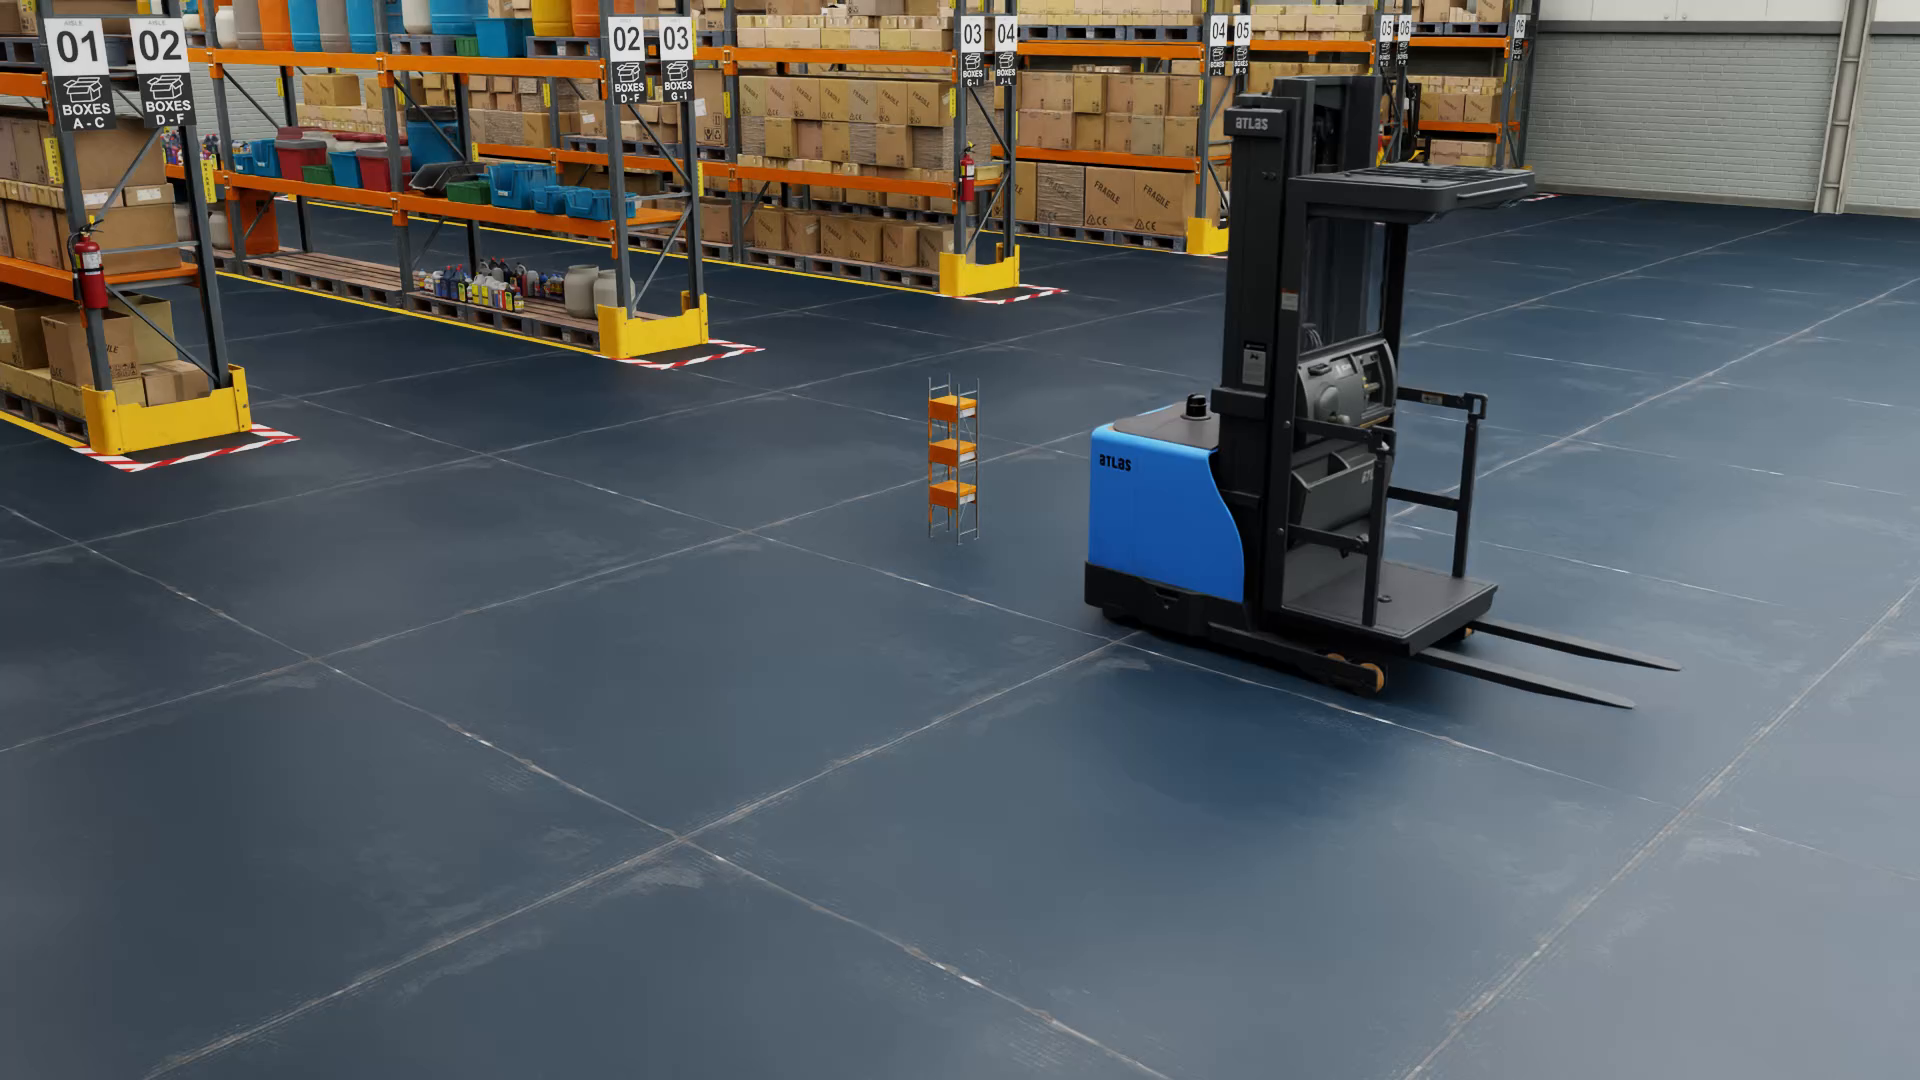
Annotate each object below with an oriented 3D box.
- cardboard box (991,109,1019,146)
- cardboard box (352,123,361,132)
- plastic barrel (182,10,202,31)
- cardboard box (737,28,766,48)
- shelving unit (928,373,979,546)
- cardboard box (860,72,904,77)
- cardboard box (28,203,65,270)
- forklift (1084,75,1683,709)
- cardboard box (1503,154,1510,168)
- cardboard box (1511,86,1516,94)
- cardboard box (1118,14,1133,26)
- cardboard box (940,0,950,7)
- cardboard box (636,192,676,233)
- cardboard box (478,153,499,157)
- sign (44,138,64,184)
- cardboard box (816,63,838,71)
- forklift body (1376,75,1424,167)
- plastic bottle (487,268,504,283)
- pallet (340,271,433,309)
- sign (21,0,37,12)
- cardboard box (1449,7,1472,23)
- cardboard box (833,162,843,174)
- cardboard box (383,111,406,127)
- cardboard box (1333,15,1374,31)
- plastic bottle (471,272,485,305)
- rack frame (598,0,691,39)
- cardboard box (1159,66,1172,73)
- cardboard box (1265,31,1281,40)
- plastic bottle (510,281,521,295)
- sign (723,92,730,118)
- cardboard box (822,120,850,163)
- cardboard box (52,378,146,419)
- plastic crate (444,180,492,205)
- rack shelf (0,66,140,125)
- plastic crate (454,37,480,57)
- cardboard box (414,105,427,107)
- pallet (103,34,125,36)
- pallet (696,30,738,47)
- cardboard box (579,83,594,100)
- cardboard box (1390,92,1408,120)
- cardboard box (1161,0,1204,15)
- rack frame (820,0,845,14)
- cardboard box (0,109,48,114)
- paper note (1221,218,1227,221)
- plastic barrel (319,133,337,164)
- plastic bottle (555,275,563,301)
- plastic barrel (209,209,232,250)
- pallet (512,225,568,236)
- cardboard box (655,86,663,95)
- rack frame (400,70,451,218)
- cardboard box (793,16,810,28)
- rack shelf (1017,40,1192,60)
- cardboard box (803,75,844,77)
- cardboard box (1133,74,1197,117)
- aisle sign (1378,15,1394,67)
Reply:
[{"bbox_3d":[0.960,-6.385,25.615,0.550,0.550,0.875,15,23,39],"label":"cardboard box"},{"bbox_3d":[-10.082,-7.015,28.262,0.250,0.149,0.380,15,23,38],"label":"cardboard box"},{"bbox_3d":[-9.871,-6.712,21.468,0.301,0.262,0.301,0,18,0],"label":"plastic barrel"},{"bbox_3d":[-2.525,-6.493,21.493,0.500,0.250,0.500,14,22,37],"label":"cardboard box"},{"bbox_3d":[-0.040,-0.511,10.578,0.252,1.050,0.215,15,23,39],"label":"shelving unit"},{"bbox_3d":[-1.222,-7.416,27.294,0.500,0.500,0.700,15,23,38],"label":"cardboard box"},{"bbox_3d":[-7.015,-2.488,13.419,0.500,0.500,0.700,16,23,41],"label":"cardboard box"},{"bbox_3d":[2.140,-0.799,8.375,3.031,2.935,1.130,15,23,39],"label":"forklift"},{"bbox_3d":[9.956,-7.115,31.188,0.500,0.250,0.500,16,23,40],"label":"cardboard box"},{"bbox_3d":[10.088,-8.329,30.752,0.250,0.149,0.380,14,23,38],"label":"cardboard box"},{"bbox_3d":[2.432,-7.334,23.451,0.250,0.149,0.380,15,23,38],"label":"cardboard box"},{"bbox_3d":[0.028,-10.162,31.945,0.500,0.500,0.700,14,22,37],"label":"cardboard box"},{"bbox_3d":[-4.317,-4.754,24.128,0.700,0.500,0.500,-16,24,-41],"label":"cardboard box"},{"bbox_3d":[-7.515,-5.774,26.755,0.875,0.875,1.225,14,22,37],"label":"cardboard box"},{"bbox_3d":[-6.649,-2.784,12.211,0.005,0.325,0.100,15,23,39],"label":"sign"},{"bbox_3d":[-2.634,-9.688,34.452,0.500,0.500,0.500,15,23,39],"label":"cardboard box"},{"bbox_3d":[7.540,-7.409,30.494,1.214,2.155,2.313,15,23,39],"label":"forklift body"},{"bbox_3d":[-5.243,-2.933,18.761,0.135,0.276,0.152,15,23,39],"label":"plastic bottle"},{"bbox_3d":[-6.593,-2.982,19.751,1.213,0.211,1.003,15,23,39],"label":"pallet"},{"bbox_3d":[-6.649,-3.933,11.847,0.005,0.325,0.100,15,23,39],"label":"sign"},{"bbox_3d":[9.159,-9.608,30.422,0.258,0.266,0.396,15,23,39],"label":"cardboard box"},{"bbox_3d":[-1.383,-4.714,21.013,0.250,0.149,0.380,15,23,39],"label":"cardboard box"},{"bbox_3d":[-9.180,-6.989,27.522,0.500,0.250,0.500,14,23,38],"label":"cardboard box"},{"bbox_3d":[6.316,-8.264,26.581,0.500,0.250,0.500,15,23,39],"label":"cardboard box"},{"bbox_3d":[-5.192,-2.730,17.999,0.185,0.351,0.144,15,23,39],"label":"plastic bottle"},{"bbox_3d":[-2.988,-6.219,15.422,0.127,3.000,1.000,15,23,39],"label":"rack frame"},{"bbox_3d":[3.769,-8.398,29.784,0.250,0.149,0.380,15,23,39],"label":"cardboard box"},{"bbox_3d":[5.247,-8.339,27.476,0.250,0.149,0.380,15,23,39],"label":"cardboard box"},{"bbox_3d":[-4.753,-2.625,17.778,0.133,0.283,0.061,15,23,39],"label":"plastic bottle"},{"bbox_3d":[-3.058,-5.709,21.818,0.005,0.325,0.100,15,23,39],"label":"sign"},{"bbox_3d":[-1.258,-5.072,21.070,0.500,0.500,0.875,15,23,39],"label":"cardboard box"},{"bbox_3d":[-6.876,-1.170,13.282,0.500,0.250,0.500,15,23,39],"label":"cardboard box"},{"bbox_3d":[-5.152,-3.725,17.832,0.662,0.188,0.450,15,23,39],"label":"plastic crate"},{"bbox_3d":[-7.774,-3.728,13.721,4.000,0.370,1.077,15,23,39],"label":"rack shelf"},{"bbox_3d":[-4.980,-5.113,17.246,0.450,0.188,0.336,15,23,39],"label":"plastic crate"},{"bbox_3d":[-8.497,-6.788,26.968,0.500,0.500,0.500,15,23,39],"label":"cardboard box"},{"bbox_3d":[-11.312,-6.973,23.070,1.003,0.211,1.213,15,23,39],"label":"pallet"},{"bbox_3d":[-3.083,-6.771,22.432,1.003,0.211,1.213,15,23,39],"label":"pallet"},{"bbox_3d":[-6.987,-8.527,31.956,0.500,0.500,0.500,14,23,38],"label":"cardboard box"},{"bbox_3d":[8.479,-8.240,31.544,0.500,0.500,0.500,15,23,40],"label":"cardboard box"},{"bbox_3d":[3.116,-7.365,22.888,0.500,0.250,0.500,15,23,40],"label":"cardboard box"},{"bbox_3d":[-2.316,-10.048,27.486,0.127,3.000,1.000,15,23,39],"label":"rack frame"},{"bbox_3d":[-7.808,-3.319,13.891,0.500,0.500,0.700,15,23,39],"label":"cardboard box"},{"bbox_3d":[4.314,-5.245,27.199,0.148,0.019,0.142,-9,20,-27],"label":"paper note"},{"bbox_3d":[-7.745,-4.776,20.609,0.421,0.512,0.421,0,18,0],"label":"plastic barrel"},{"bbox_3d":[-4.393,-2.772,18.262,0.097,0.271,0.097,0,18,0],"label":"plastic bottle"},{"bbox_3d":[-9.830,-4.167,22.294,0.421,0.512,0.421,0,18,0],"label":"plastic barrel"},{"bbox_3d":[-6.223,-4.932,25.896,1.213,0.211,1.003,15,23,39],"label":"pallet"},{"bbox_3d":[-5.318,-8.172,30.232,0.250,0.149,0.380,17,24,42],"label":"cardboard box"},{"bbox_3d":[-8.676,-6.889,27.452,0.127,3.000,1.000,15,23,39],"label":"rack frame"},{"bbox_3d":[-1.867,-6.486,20.812,0.250,0.149,0.380,14,23,38],"label":"cardboard box"},{"bbox_3d":[2.390,-9.014,30.376,4.000,0.370,1.077,15,23,39],"label":"rack shelf"},{"bbox_3d":[-1.798,-5.821,21.776,0.500,0.500,0.500,15,23,39],"label":"cardboard box"},{"bbox_3d":[2.943,-6.341,23.691,0.550,0.550,0.875,15,23,39],"label":"cardboard box"},{"bbox_3d":[6.732,-7.883,26.286,0.004,0.787,0.394,15,23,39],"label":"aisle sign"}]
